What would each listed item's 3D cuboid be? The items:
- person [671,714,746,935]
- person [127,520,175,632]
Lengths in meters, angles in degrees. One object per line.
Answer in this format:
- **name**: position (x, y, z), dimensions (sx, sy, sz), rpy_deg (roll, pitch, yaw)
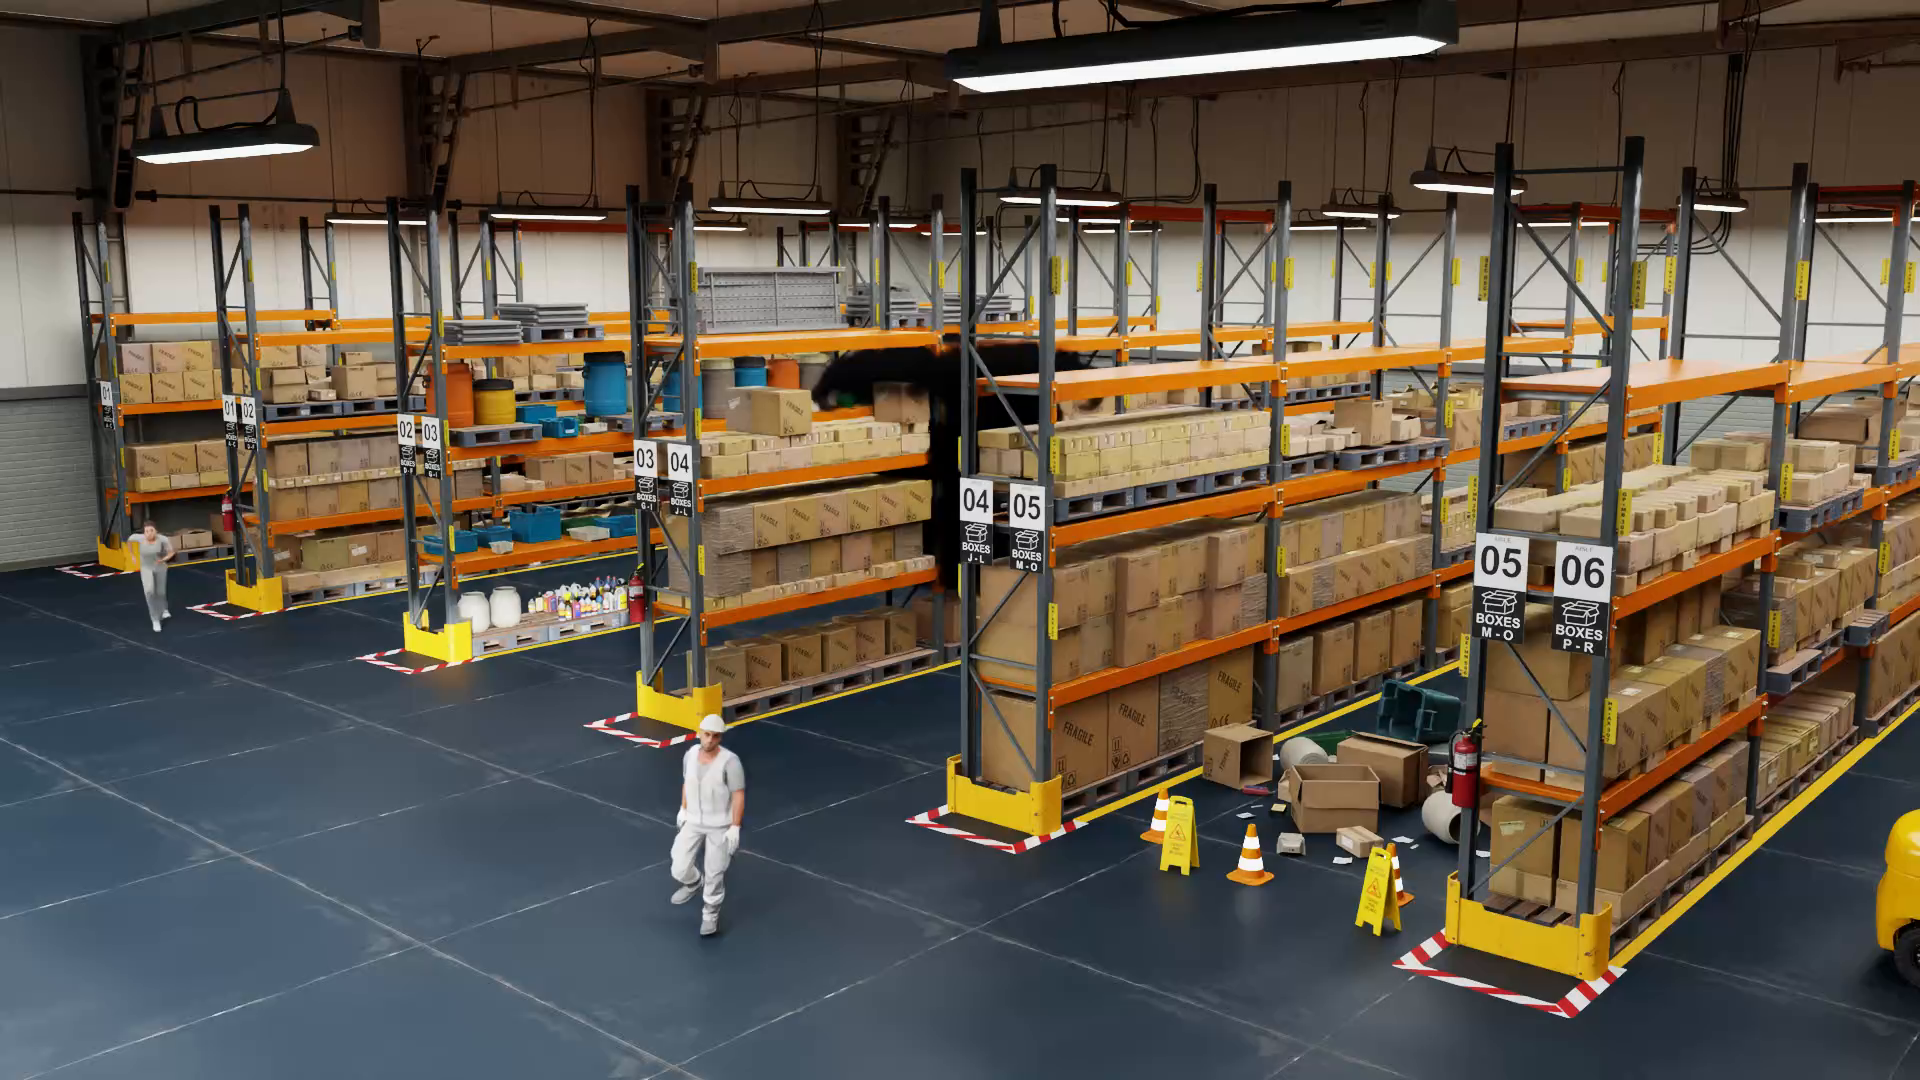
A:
- **person**: position (-1.974, 2.173, 12.927), dimensions (0.767, 1.748, 0.590), rpy_deg (3, 10, 18)
- **person**: position (-11.534, 0.475, 23.798), dimensions (0.606, 1.624, 0.954), rpy_deg (-3, 10, -19)
